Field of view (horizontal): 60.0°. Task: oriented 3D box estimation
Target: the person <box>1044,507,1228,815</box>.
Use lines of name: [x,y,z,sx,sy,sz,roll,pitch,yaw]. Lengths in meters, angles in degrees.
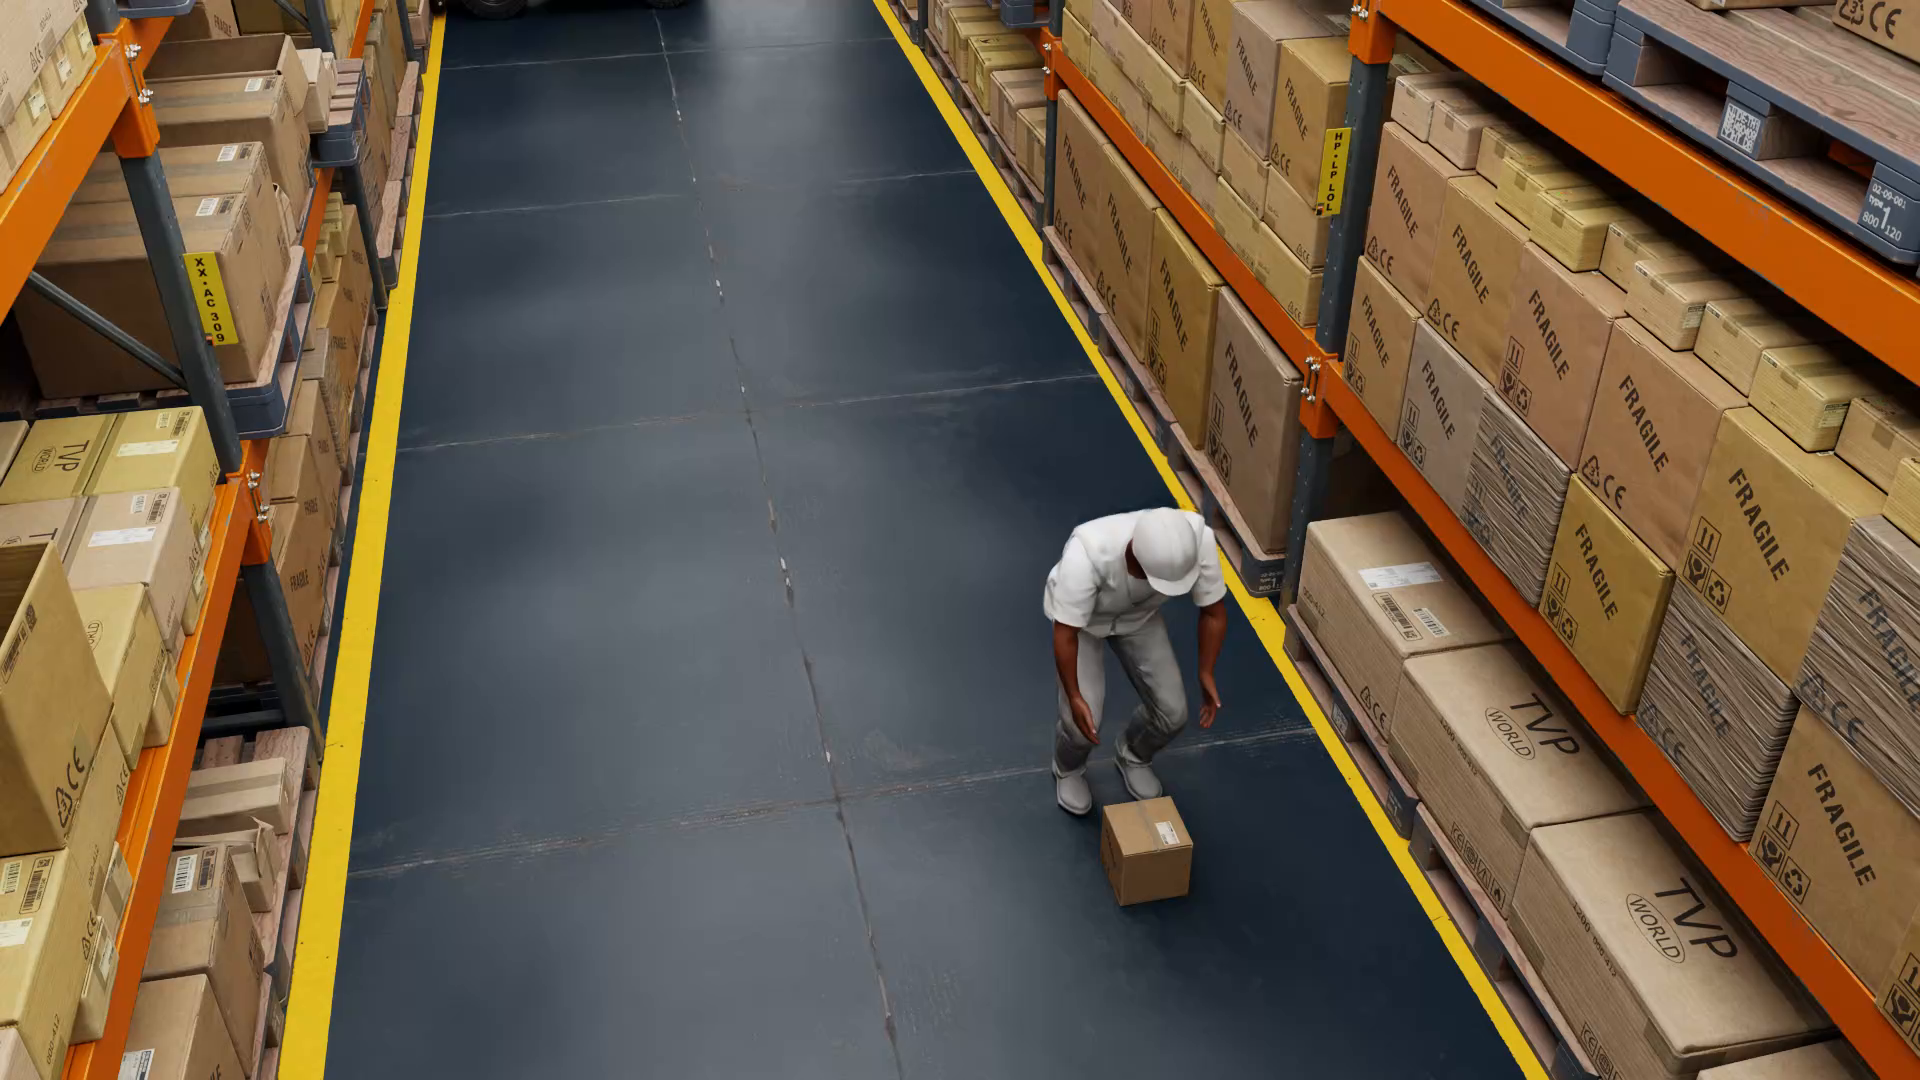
person: [0.601,0.367,5.878,0.631,1.432,0.747,-7,35,-10]
